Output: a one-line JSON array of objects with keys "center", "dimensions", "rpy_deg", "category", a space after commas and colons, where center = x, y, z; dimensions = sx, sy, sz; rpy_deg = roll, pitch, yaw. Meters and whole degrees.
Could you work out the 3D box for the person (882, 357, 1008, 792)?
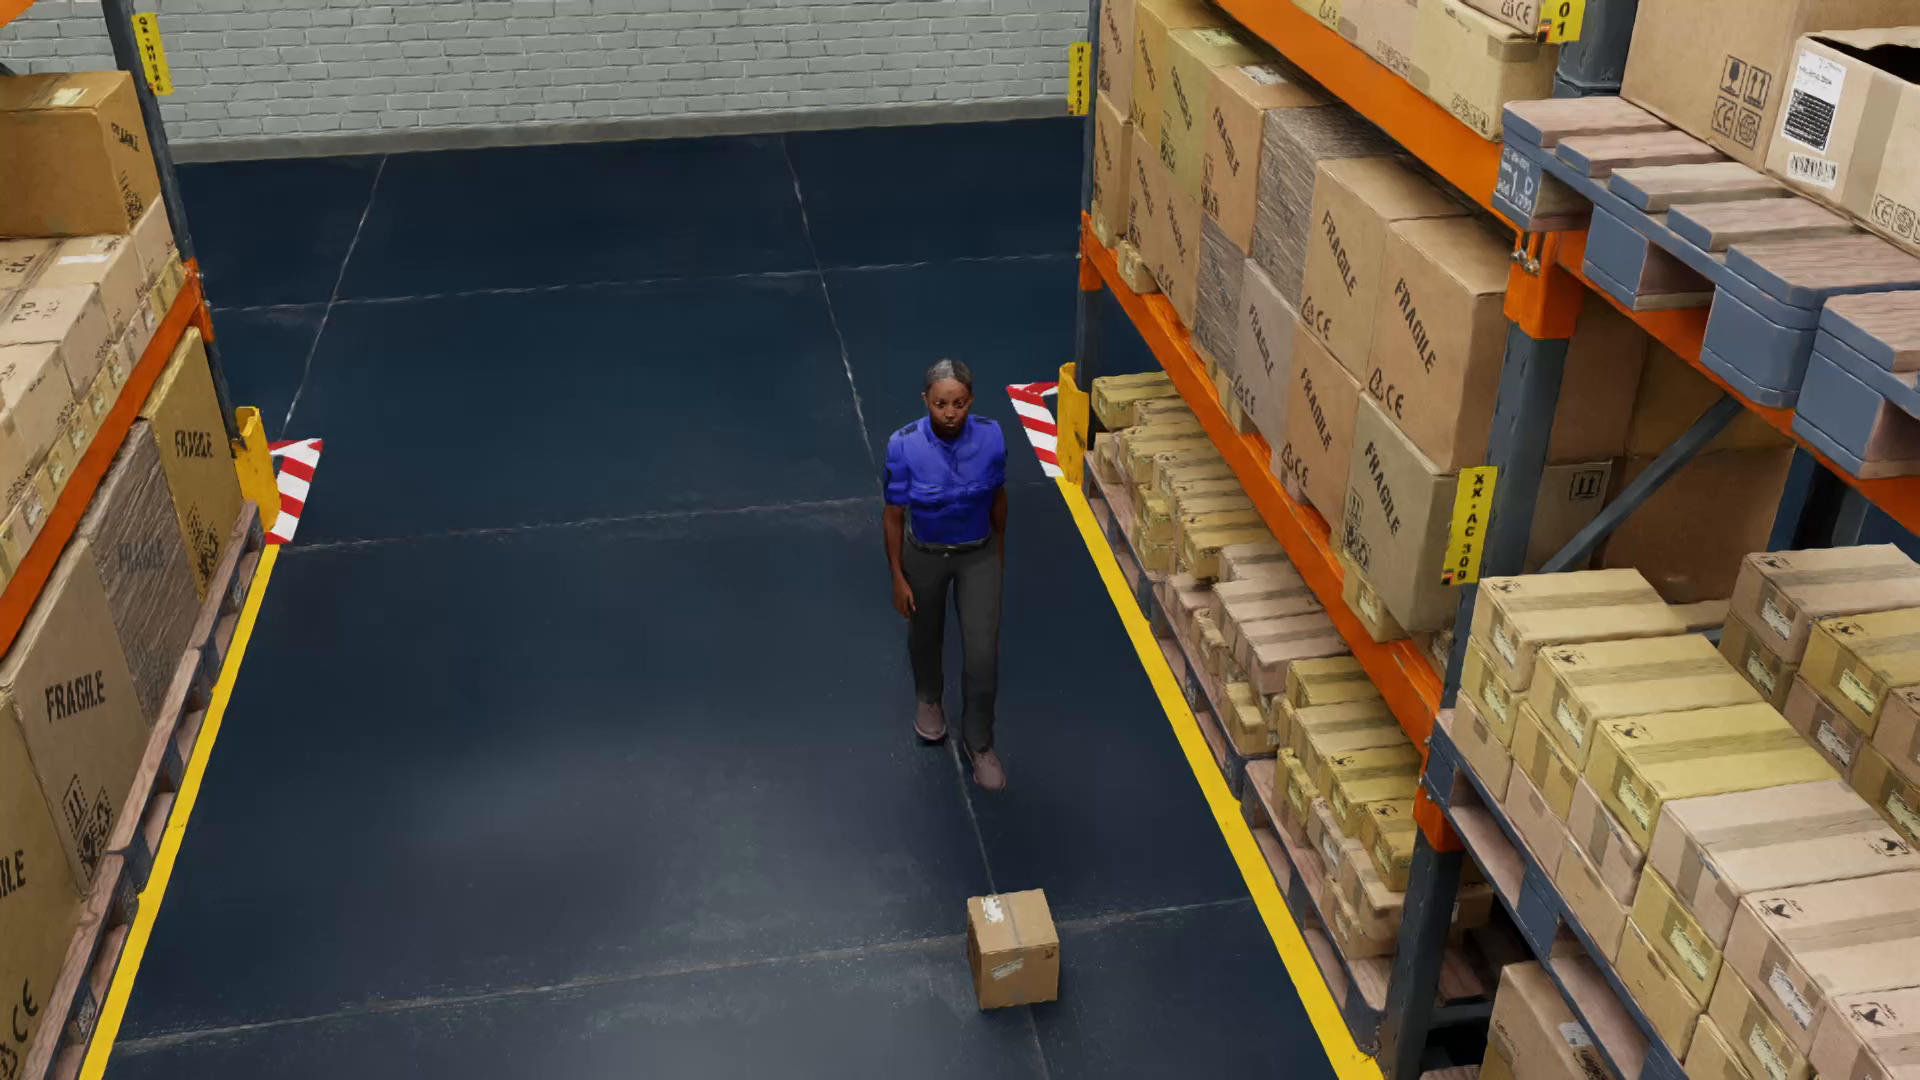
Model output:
[{"center": [-0.049, 0.095, 5.996], "dimensions": [0.458, 1.676, 0.593], "rpy_deg": [-3, 31, -5], "category": "person"}]
